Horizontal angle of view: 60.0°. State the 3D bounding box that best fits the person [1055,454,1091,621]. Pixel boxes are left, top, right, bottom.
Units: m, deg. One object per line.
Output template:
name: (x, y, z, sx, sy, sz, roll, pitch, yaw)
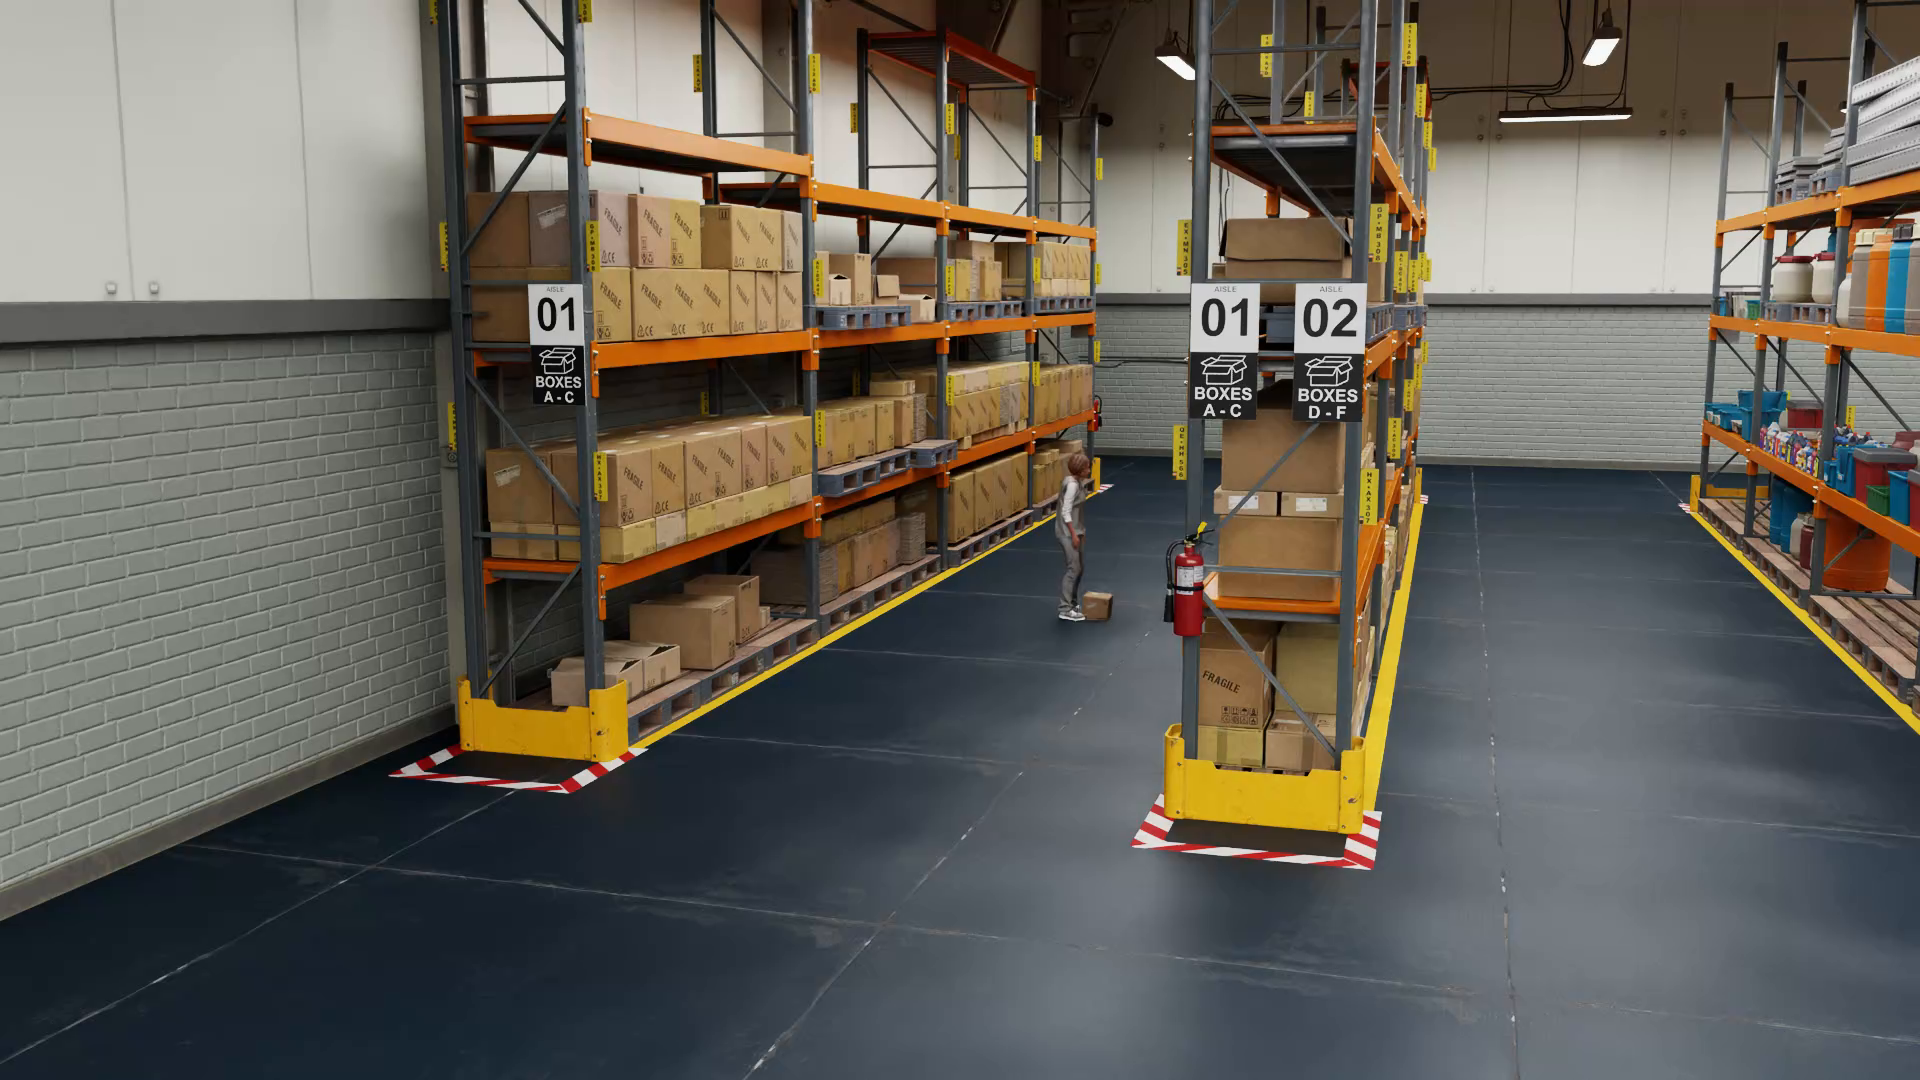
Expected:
person: (1.096, -0.037, 16.122, 0.342, 1.593, 0.460, 2, 9, 14)
